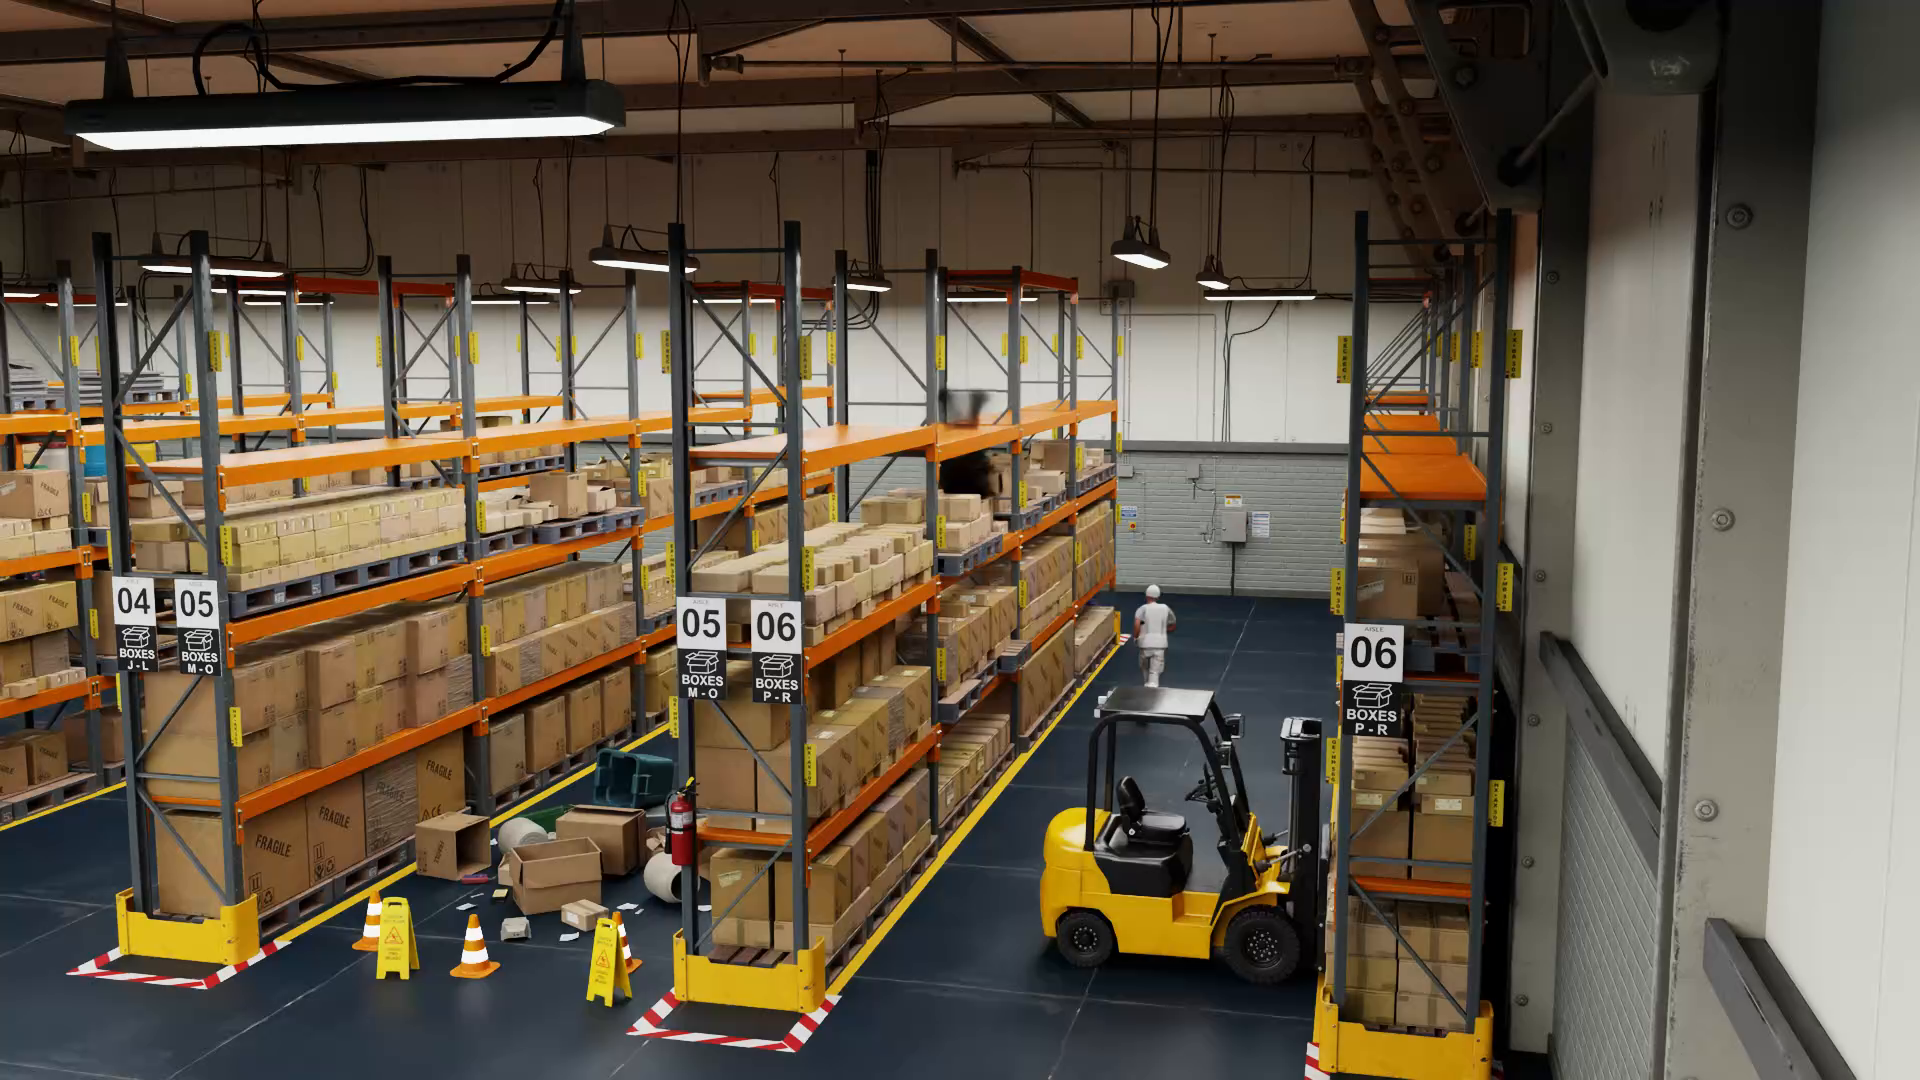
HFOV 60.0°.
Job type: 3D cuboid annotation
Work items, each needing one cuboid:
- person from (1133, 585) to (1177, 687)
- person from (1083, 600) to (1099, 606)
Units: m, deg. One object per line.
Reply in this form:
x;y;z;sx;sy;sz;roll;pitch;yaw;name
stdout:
2.674;1.514;22.762;0.616;1.764;0.855;0;7;2;person
2.135;0.760;29.376;1.000;1.607;0.578;1;7;10;person
